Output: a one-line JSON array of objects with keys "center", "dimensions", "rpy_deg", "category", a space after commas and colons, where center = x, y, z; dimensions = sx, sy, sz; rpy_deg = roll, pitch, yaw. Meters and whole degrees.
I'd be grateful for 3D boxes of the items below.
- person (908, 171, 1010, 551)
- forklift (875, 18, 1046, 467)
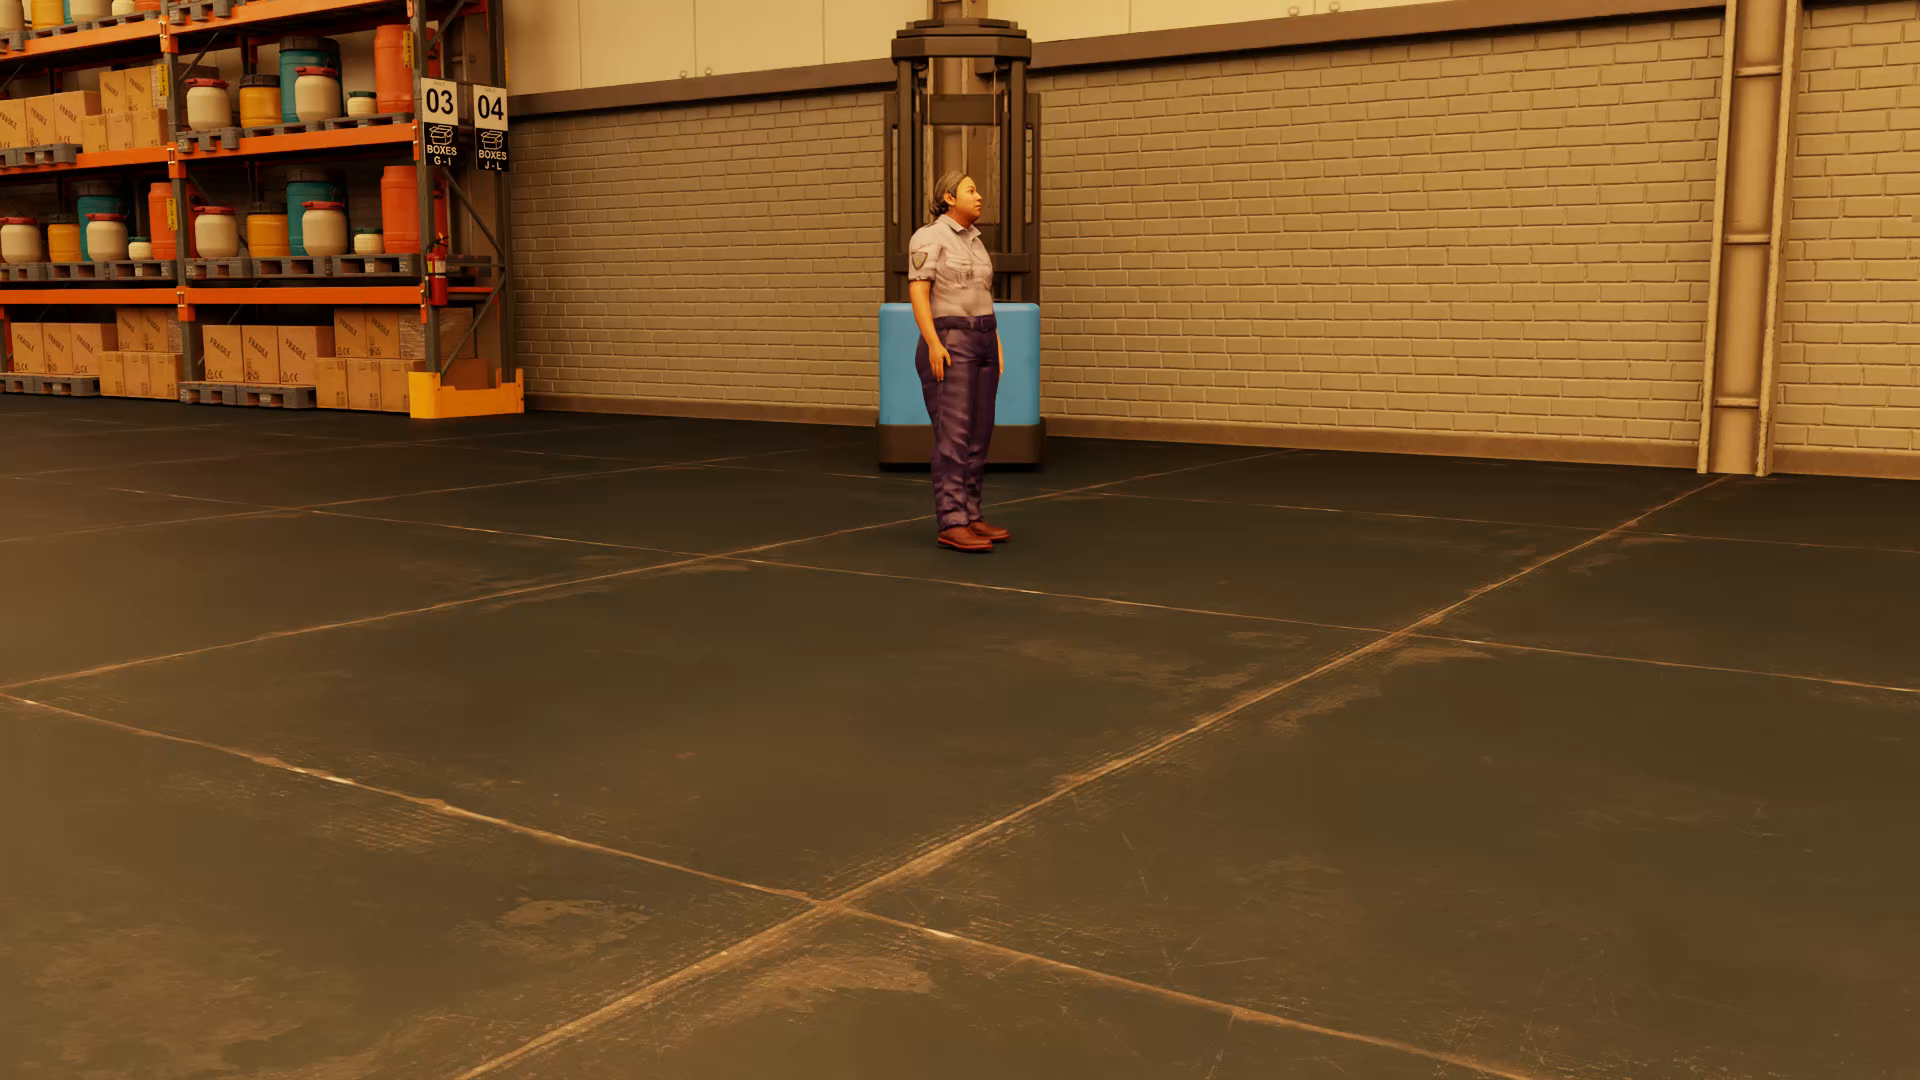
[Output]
[{"center": [0.061, -0.813, 7.419], "dimensions": [0.503, 1.650, 0.599], "rpy_deg": [5, 10, 34], "category": "person"}, {"center": [0.021, -2.078, 11.804], "dimensions": [1.130, 2.935, 3.031], "rpy_deg": [0, 8, 1], "category": "forklift"}]
